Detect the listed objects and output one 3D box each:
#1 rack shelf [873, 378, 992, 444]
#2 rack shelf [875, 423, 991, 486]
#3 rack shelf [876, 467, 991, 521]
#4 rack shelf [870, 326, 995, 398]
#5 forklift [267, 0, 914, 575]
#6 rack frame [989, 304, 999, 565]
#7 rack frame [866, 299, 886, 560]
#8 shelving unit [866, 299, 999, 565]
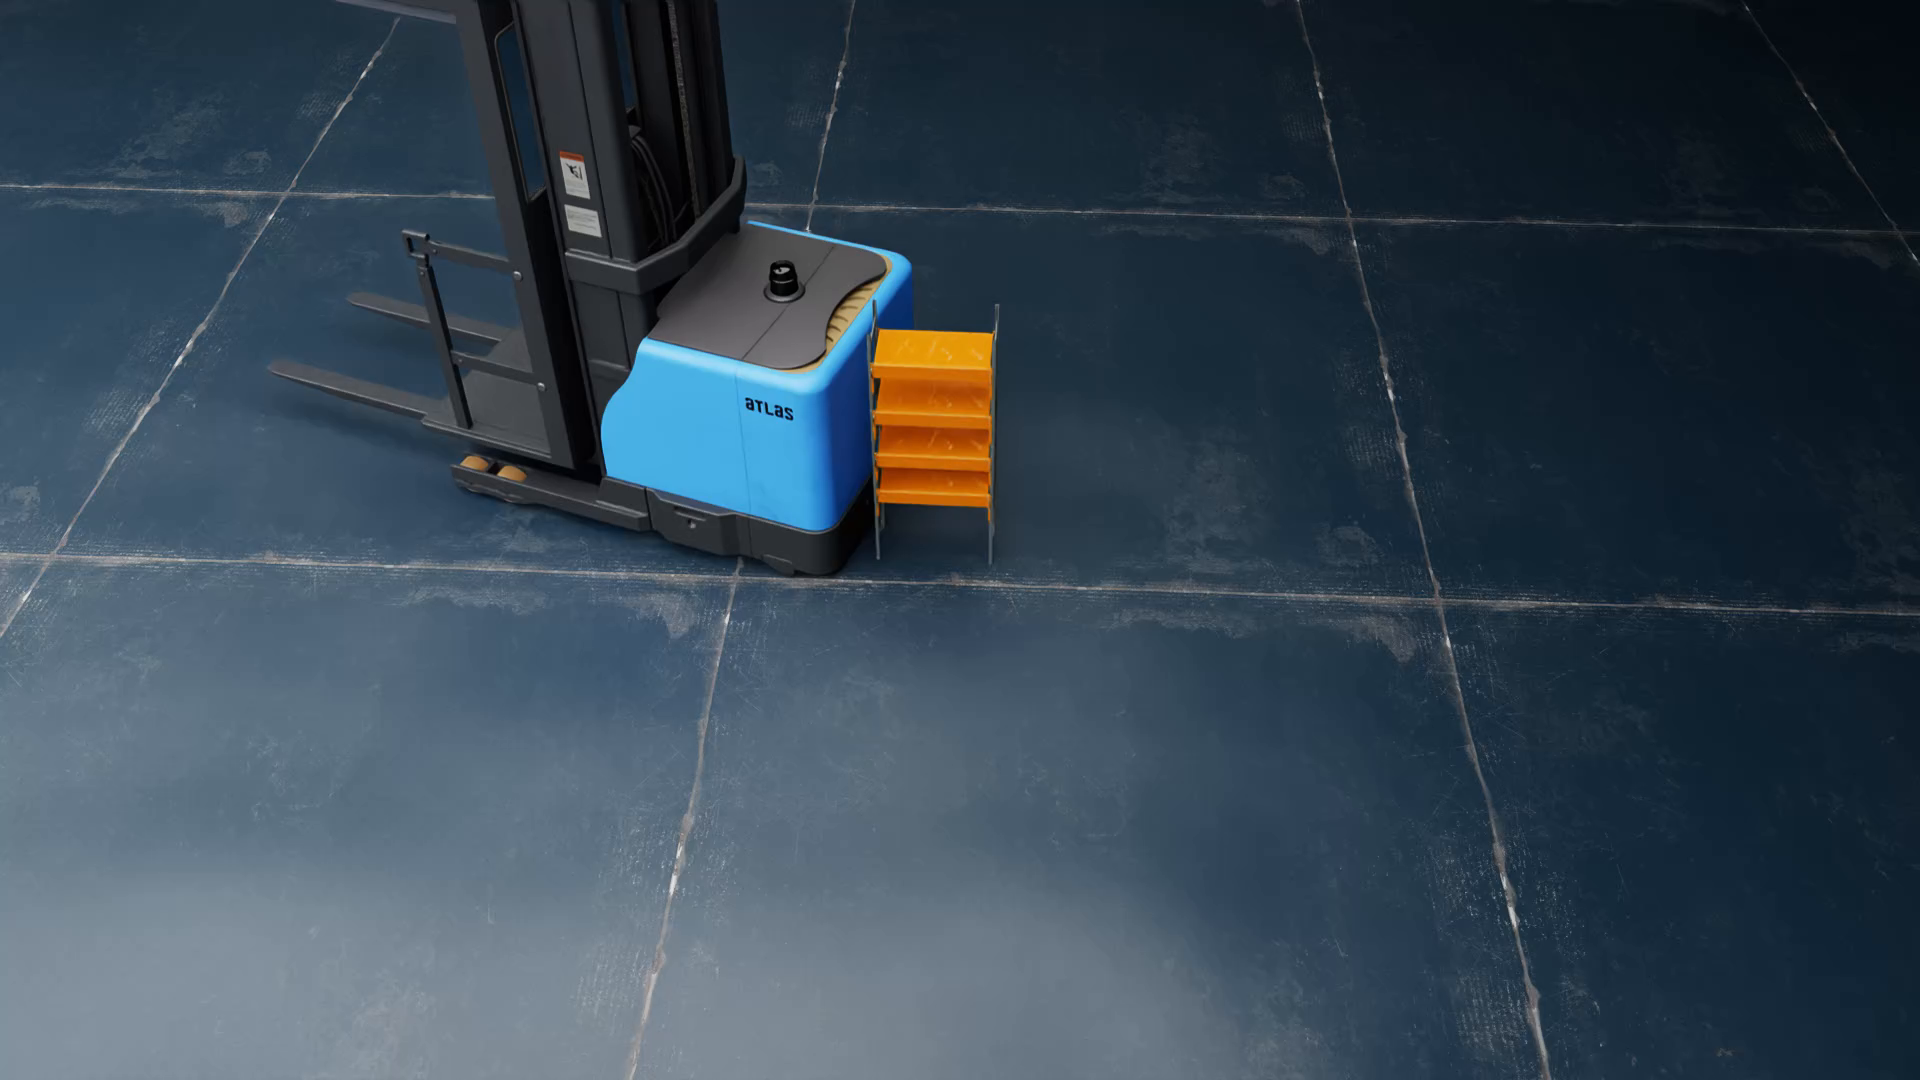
[{"bbox_3d":[-0.104,-0.538,6.803,0.480,0.148,0.258,3,43,3],"label":"rack shelf"},{"bbox_3d":[-0.104,-0.374,6.956,0.480,0.148,0.258,3,43,3],"label":"rack shelf"},{"bbox_3d":[-0.104,-0.229,7.091,0.480,0.148,0.258,3,43,3],"label":"rack shelf"},{"bbox_3d":[-0.104,-0.711,6.642,0.480,0.148,0.258,3,43,3],"label":"rack shelf"},{"bbox_3d":[-1.758,-1.559,6.859,3.031,2.935,1.130,15,45,15],"label":"forklift"},{"bbox_3d":[0.140,-0.413,6.898,0.015,1.200,0.240,3,43,3],"label":"rack frame"},{"bbox_3d":[-0.347,-0.435,6.922,0.015,1.200,0.240,3,43,3],"label":"rack frame"},{"bbox_3d":[-0.104,-0.424,6.910,0.503,1.200,0.258,3,43,3],"label":"shelving unit"}]
